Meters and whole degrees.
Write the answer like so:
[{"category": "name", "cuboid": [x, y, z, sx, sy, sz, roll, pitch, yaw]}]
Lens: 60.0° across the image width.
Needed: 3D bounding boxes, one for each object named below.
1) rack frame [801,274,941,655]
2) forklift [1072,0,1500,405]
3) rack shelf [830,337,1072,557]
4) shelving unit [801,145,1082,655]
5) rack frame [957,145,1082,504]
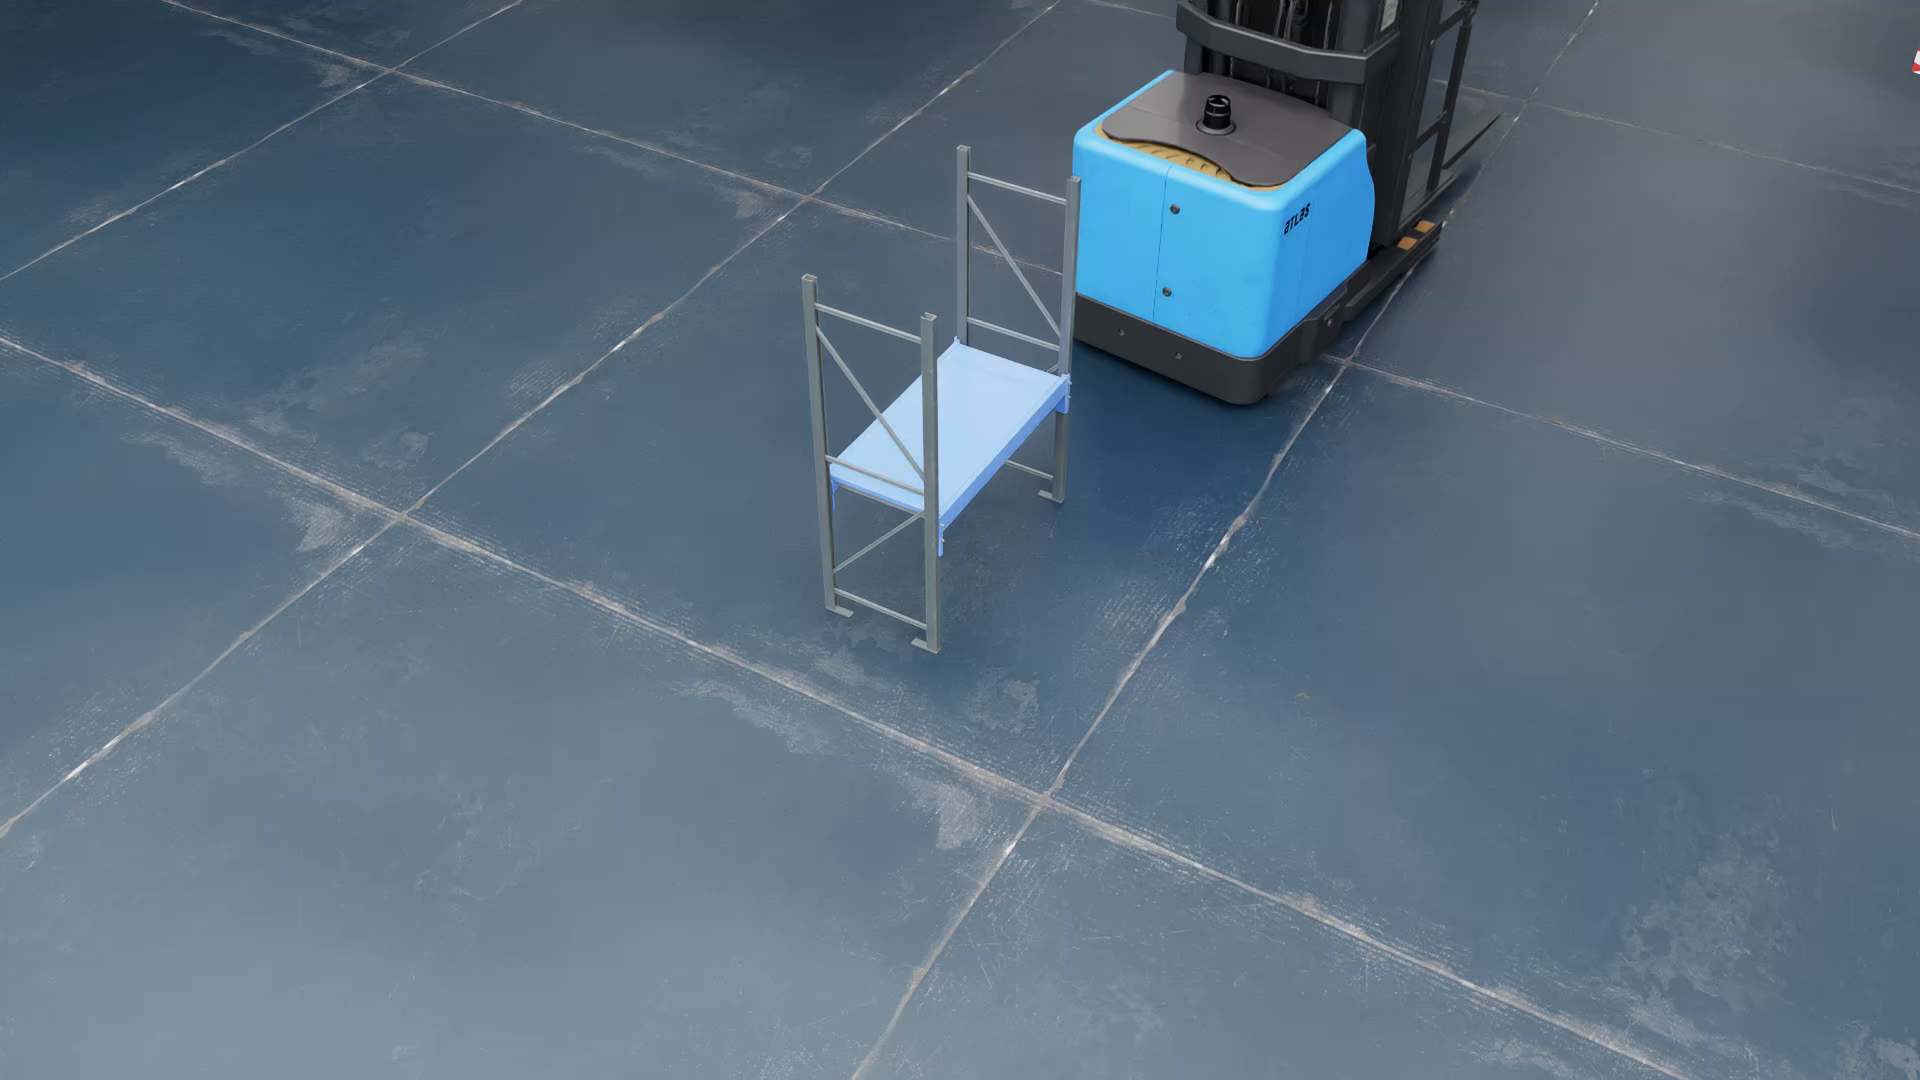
[{"category": "rack frame", "cuboid": [-0.297, -0.223, 5.869, 0.500, 1.500, 0.032, 21, 45, 22]}, {"category": "forklift", "cuboid": [1.766, -2.618, 7.505, 1.130, 2.935, 3.031, 27, 48, 27]}, {"category": "rack shelf", "cuboid": [-0.043, -0.379, 6.318, 0.538, 0.185, 1.000, 21, 45, 22]}, {"category": "shelving unit", "cuboid": [-0.043, -0.514, 6.199, 0.538, 1.500, 1.048, 21, 45, 22]}, {"category": "rack frame", "cuboid": [0.212, -0.805, 6.529, 0.500, 1.500, 0.032, 21, 45, 22]}]
